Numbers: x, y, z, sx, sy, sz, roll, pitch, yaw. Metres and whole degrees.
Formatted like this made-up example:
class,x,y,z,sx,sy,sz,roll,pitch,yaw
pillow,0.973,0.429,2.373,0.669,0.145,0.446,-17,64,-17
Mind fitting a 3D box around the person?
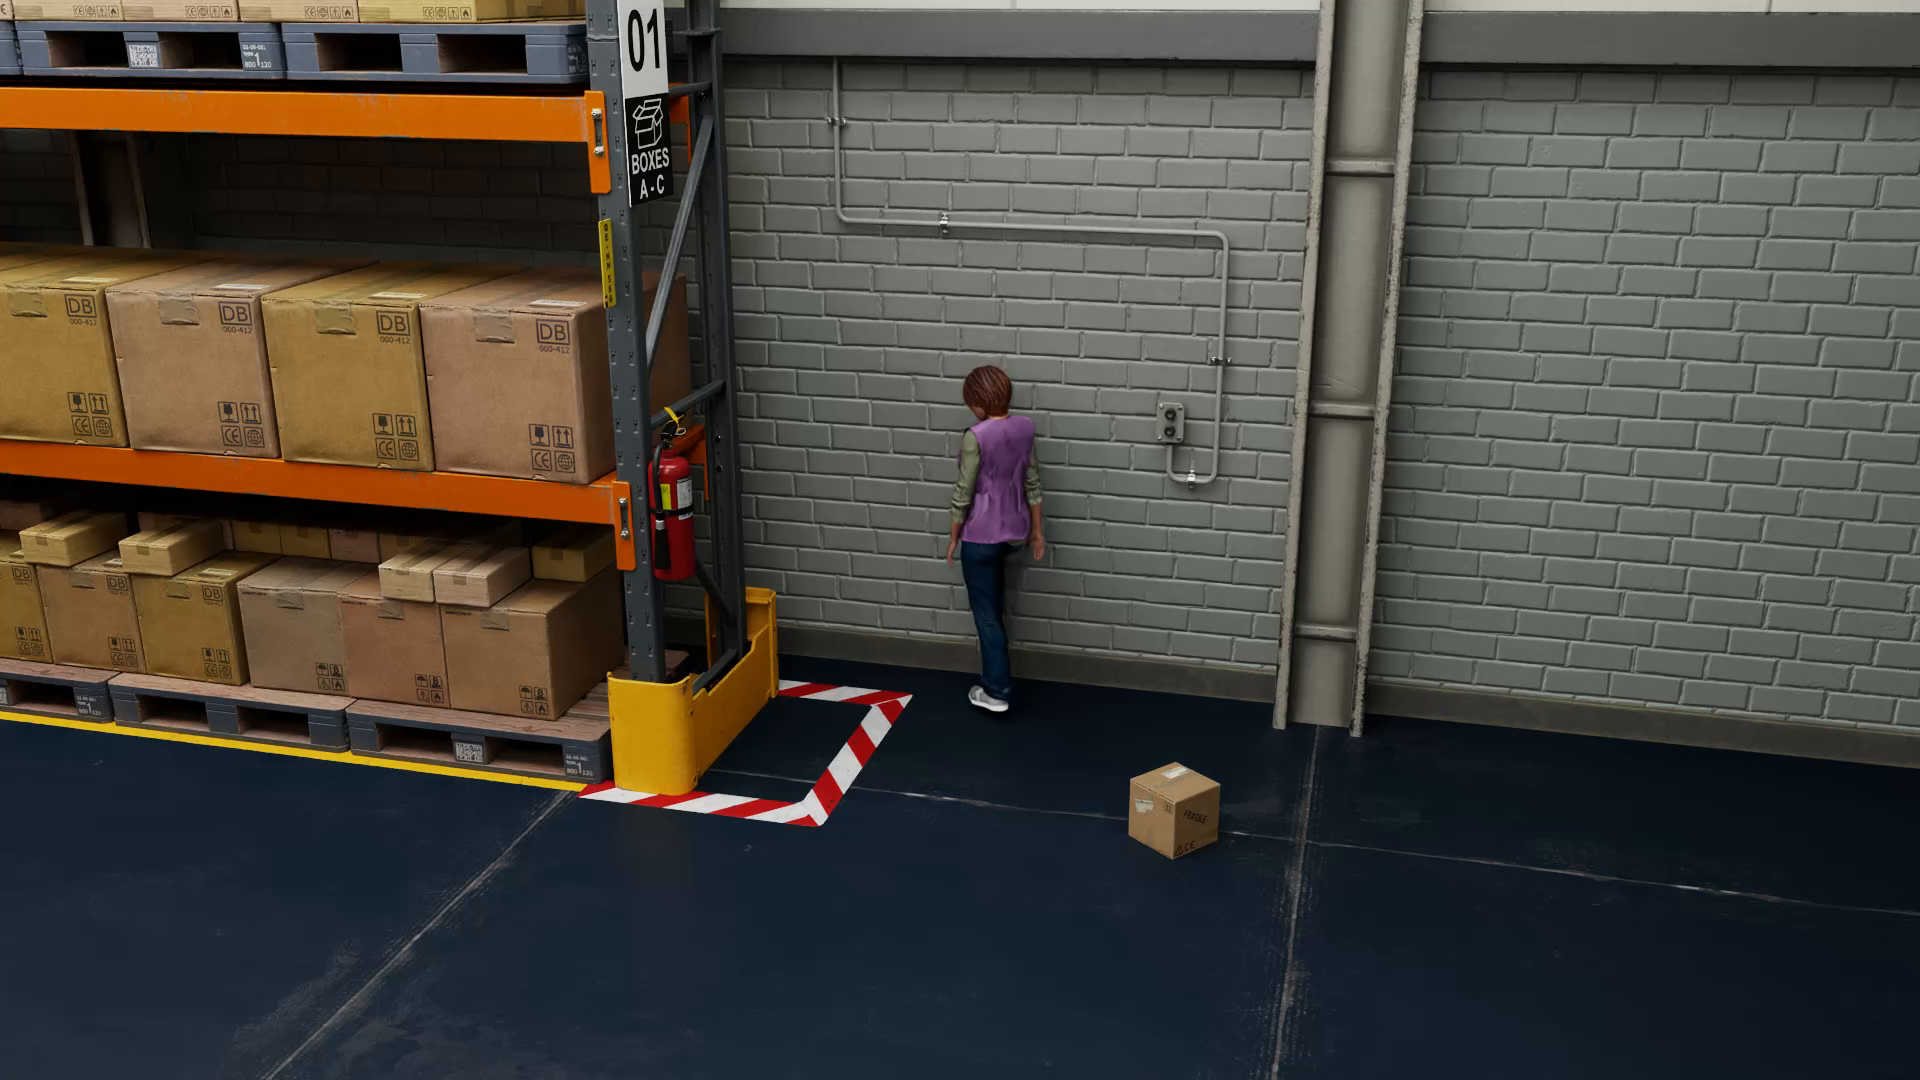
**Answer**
class,x,y,z,sx,sy,sz,roll,pitch,yaw
person,0.107,-0.020,7.600,0.463,1.570,0.587,-11,22,-31
